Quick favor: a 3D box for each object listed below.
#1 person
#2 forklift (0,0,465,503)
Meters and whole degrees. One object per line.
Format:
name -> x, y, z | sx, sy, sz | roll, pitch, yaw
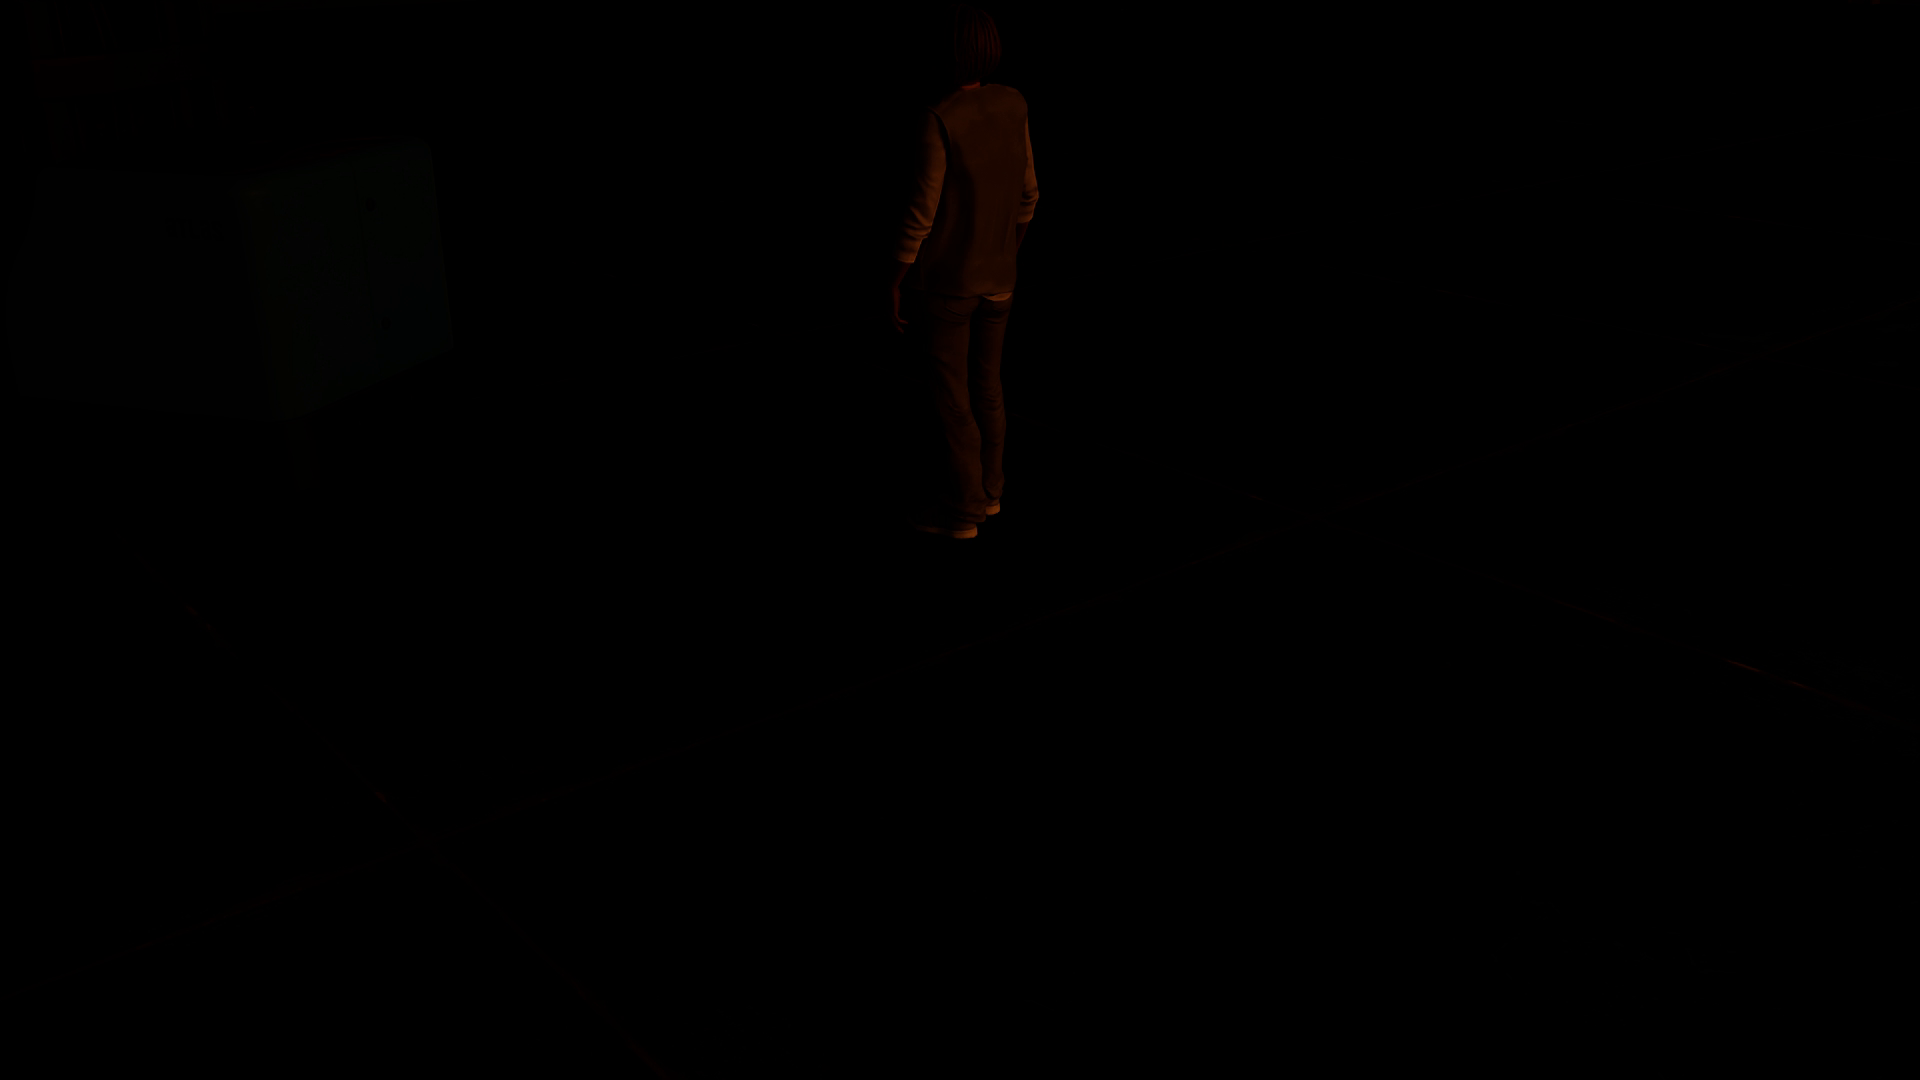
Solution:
person -> -0.037, -0.772, 4.953 | 0.521, 1.596, 0.475 | -17, 28, -37
forklift -> -3.425, -1.783, 5.702 | 3.031, 2.935, 1.130 | 7, 23, 16
